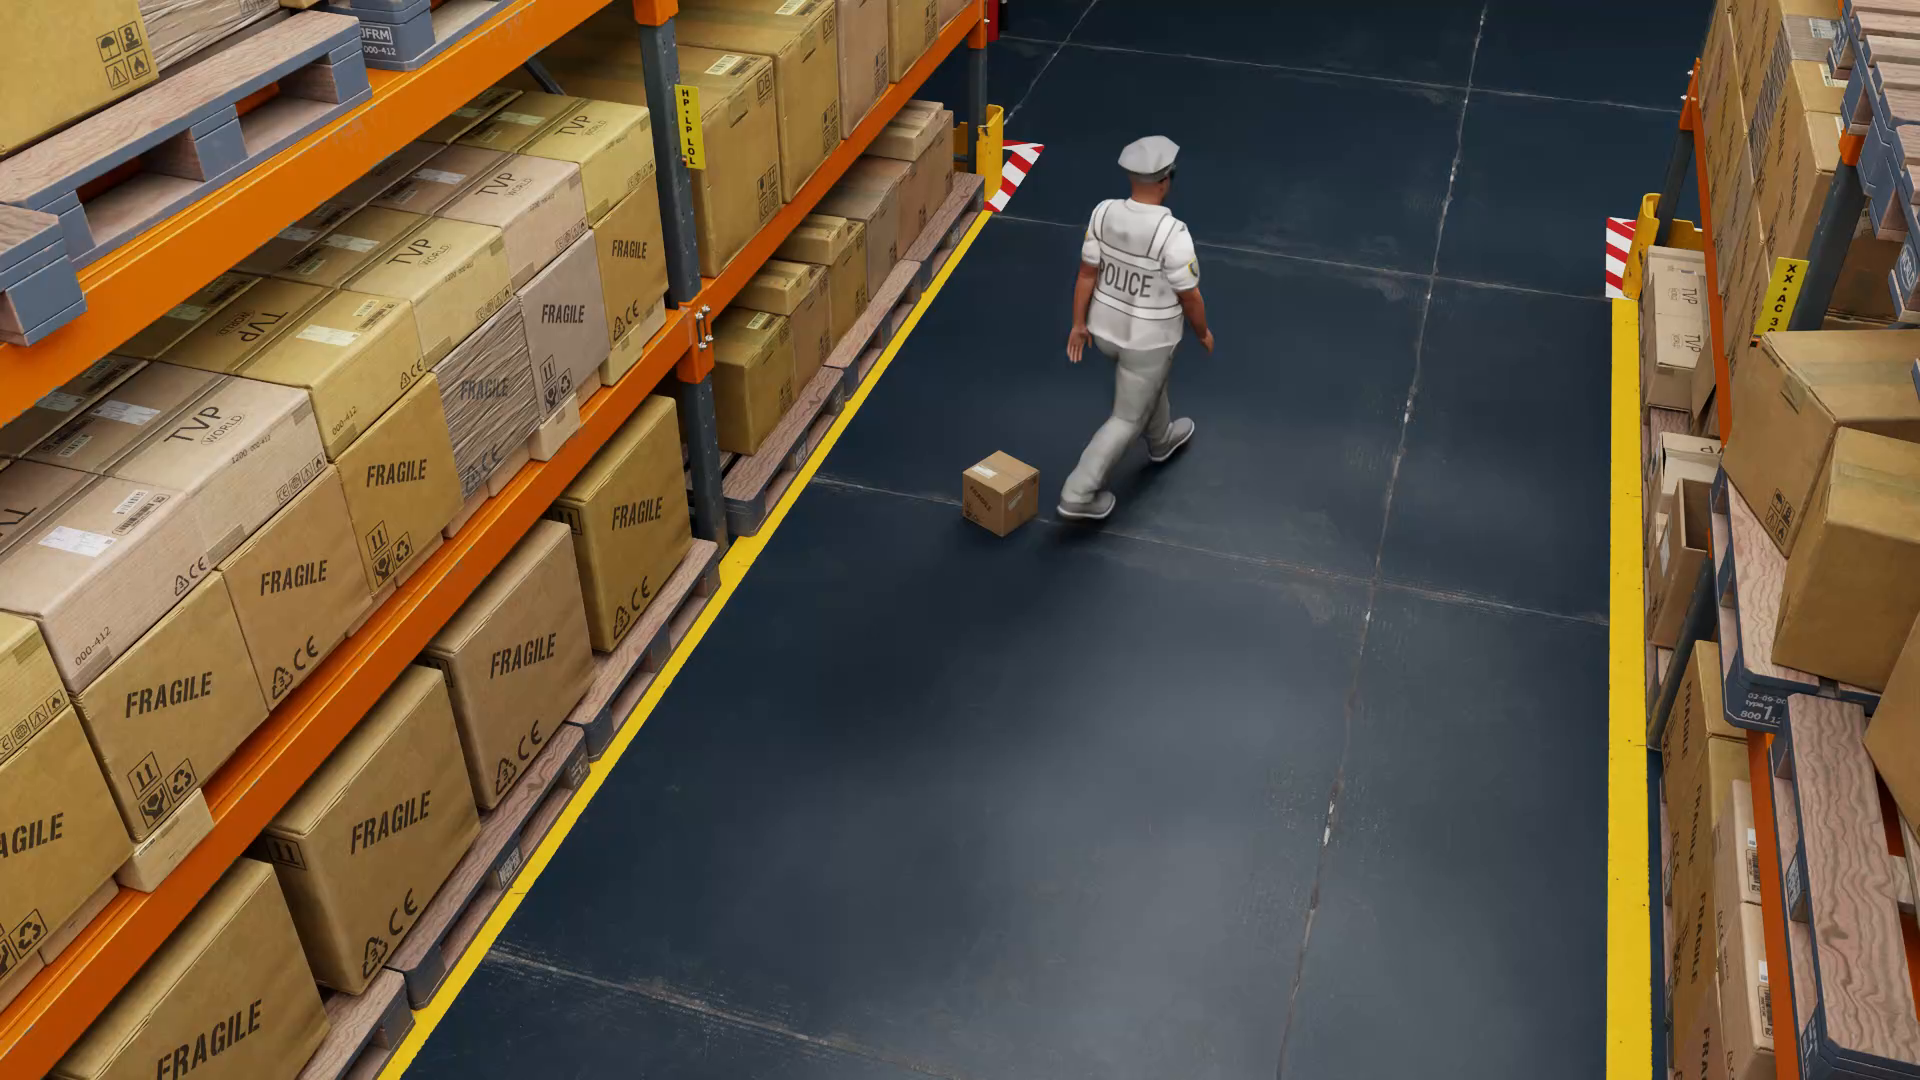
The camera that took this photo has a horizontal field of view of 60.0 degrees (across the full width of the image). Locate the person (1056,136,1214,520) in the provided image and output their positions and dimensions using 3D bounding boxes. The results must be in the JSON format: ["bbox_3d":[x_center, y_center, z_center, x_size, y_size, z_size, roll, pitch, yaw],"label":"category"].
[{"bbox_3d":[0.798,-0.949,7.423,1.092,1.703,0.546,-29,45,-33],"label":"person"}]
